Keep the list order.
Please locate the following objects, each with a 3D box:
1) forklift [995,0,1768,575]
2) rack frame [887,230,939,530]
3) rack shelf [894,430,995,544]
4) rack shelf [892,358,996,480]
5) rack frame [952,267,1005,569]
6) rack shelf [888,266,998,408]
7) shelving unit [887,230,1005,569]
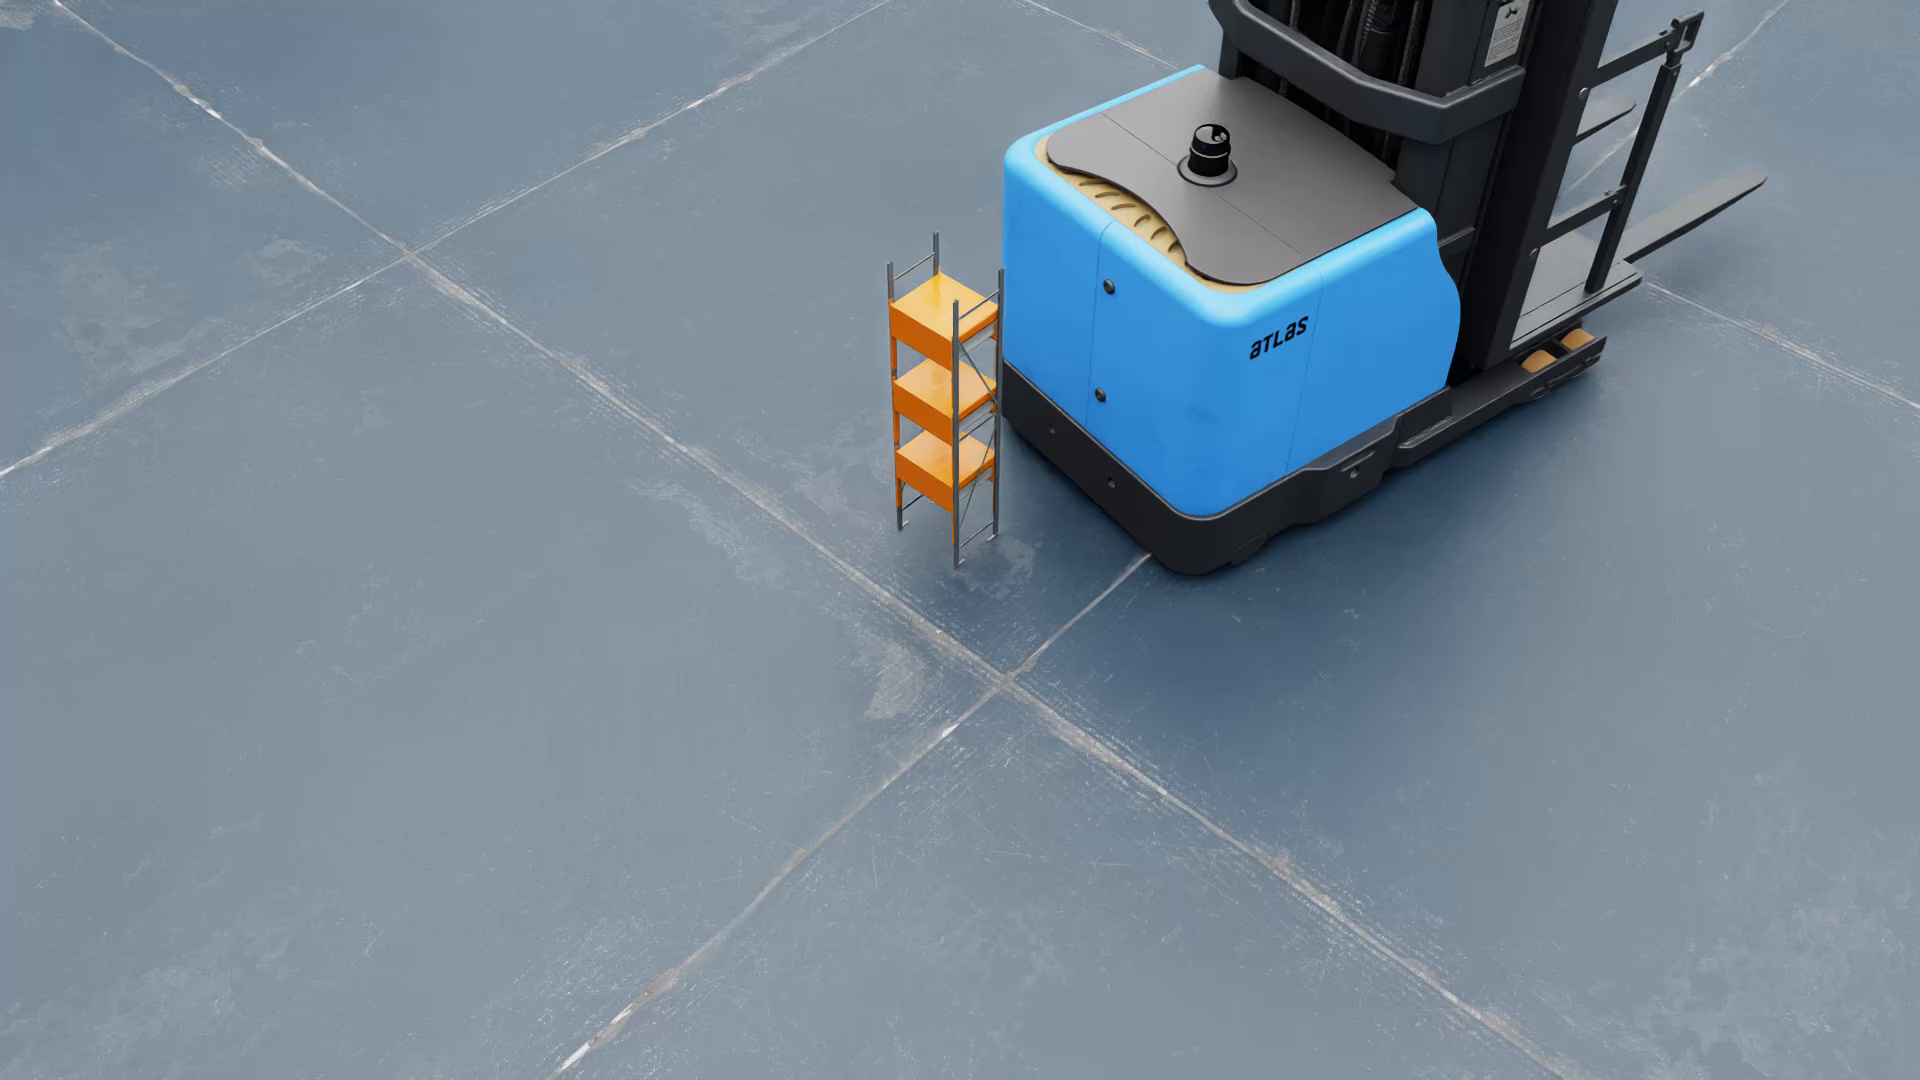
[{"bbox_3d":[1.608,-1.772,4.904,3.031,2.935,1.130,-28,53,-24],"label":"forklift"},{"bbox_3d":[-0.129,-0.446,4.949,0.008,1.050,0.200,34,55,28],"label":"rack frame"},{"bbox_3d":[-0.039,-0.188,5.102,0.240,0.259,0.215,34,55,28],"label":"rack shelf"},{"bbox_3d":[-0.039,-0.379,4.900,0.240,0.259,0.215,34,55,28],"label":"rack shelf"},{"bbox_3d":[0.050,-0.325,4.835,0.008,1.050,0.200,34,55,28],"label":"rack frame"},{"bbox_3d":[-0.039,-0.573,4.693,0.240,0.259,0.215,34,55,28],"label":"rack shelf"},{"bbox_3d":[-0.039,-0.386,4.892,0.252,1.050,0.215,34,55,28],"label":"shelving unit"}]
